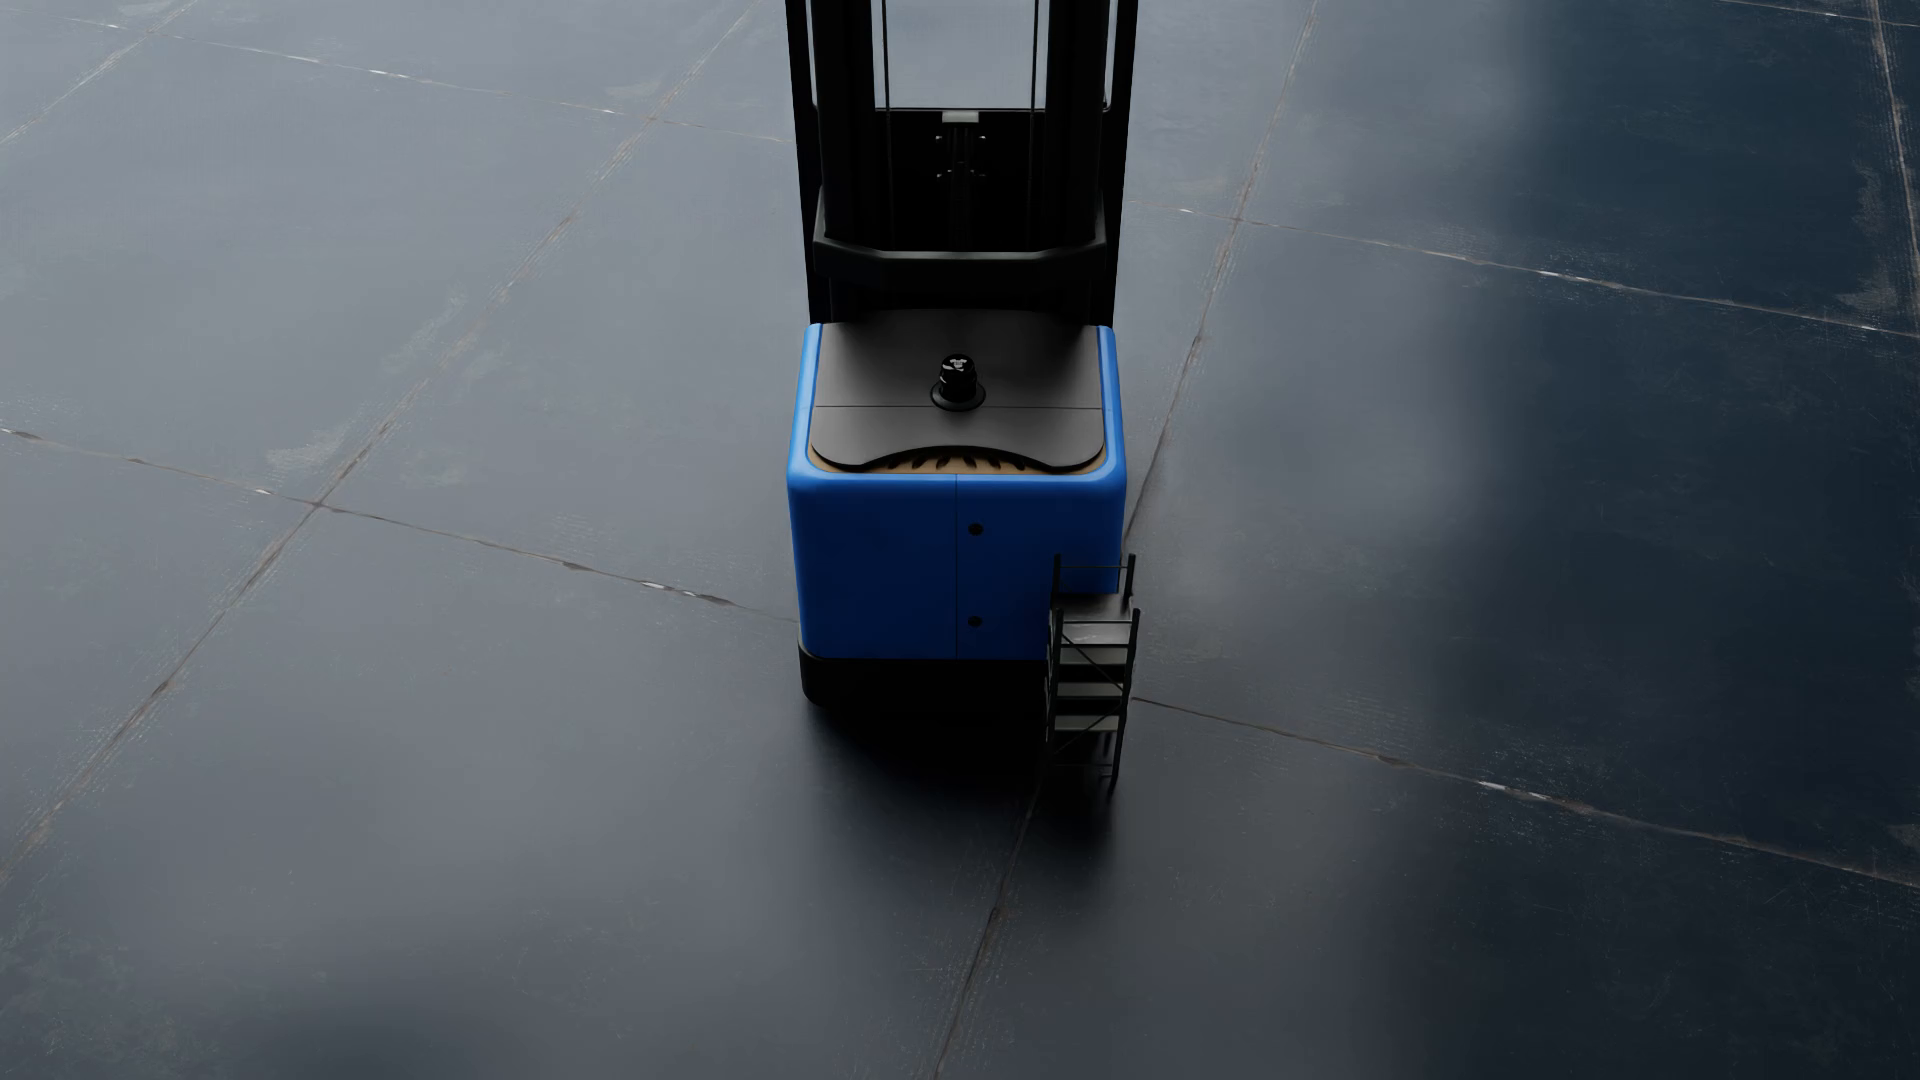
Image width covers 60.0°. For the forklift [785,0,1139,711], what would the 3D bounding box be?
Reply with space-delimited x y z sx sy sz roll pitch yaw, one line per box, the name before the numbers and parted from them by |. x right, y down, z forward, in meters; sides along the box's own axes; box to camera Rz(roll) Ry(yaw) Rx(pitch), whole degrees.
forklift | 0.008 -1.486 5.673 1.130 2.935 3.031 1 44 1

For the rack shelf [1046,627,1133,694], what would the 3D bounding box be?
rack shelf | 0.398 0.371 5.135 0.258 0.077 0.200 0 50 0

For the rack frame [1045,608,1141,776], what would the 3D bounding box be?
rack frame | 0.398 0.485 5.114 0.240 0.900 0.006 0 50 0

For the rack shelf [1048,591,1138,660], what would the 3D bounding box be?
rack shelf | 0.398 0.256 4.996 0.258 0.077 0.200 0 50 0

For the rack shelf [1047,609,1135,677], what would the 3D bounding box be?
rack shelf | 0.398 0.313 5.066 0.258 0.077 0.200 0 50 0

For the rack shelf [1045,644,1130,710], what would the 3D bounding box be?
rack shelf | 0.398 0.428 5.204 0.258 0.077 0.200 0 50 0

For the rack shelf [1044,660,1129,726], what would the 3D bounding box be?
rack shelf | 0.398 0.486 5.273 0.258 0.077 0.200 0 50 0

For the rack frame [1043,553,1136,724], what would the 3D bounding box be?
rack frame | 0.399 0.329 5.243 0.240 0.900 0.006 0 50 0

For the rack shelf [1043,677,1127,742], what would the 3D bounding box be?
rack shelf | 0.398 0.543 5.343 0.258 0.077 0.200 0 50 0

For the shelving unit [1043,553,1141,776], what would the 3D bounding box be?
shelving unit | 0.398 0.407 5.178 0.258 0.900 0.210 0 50 0
